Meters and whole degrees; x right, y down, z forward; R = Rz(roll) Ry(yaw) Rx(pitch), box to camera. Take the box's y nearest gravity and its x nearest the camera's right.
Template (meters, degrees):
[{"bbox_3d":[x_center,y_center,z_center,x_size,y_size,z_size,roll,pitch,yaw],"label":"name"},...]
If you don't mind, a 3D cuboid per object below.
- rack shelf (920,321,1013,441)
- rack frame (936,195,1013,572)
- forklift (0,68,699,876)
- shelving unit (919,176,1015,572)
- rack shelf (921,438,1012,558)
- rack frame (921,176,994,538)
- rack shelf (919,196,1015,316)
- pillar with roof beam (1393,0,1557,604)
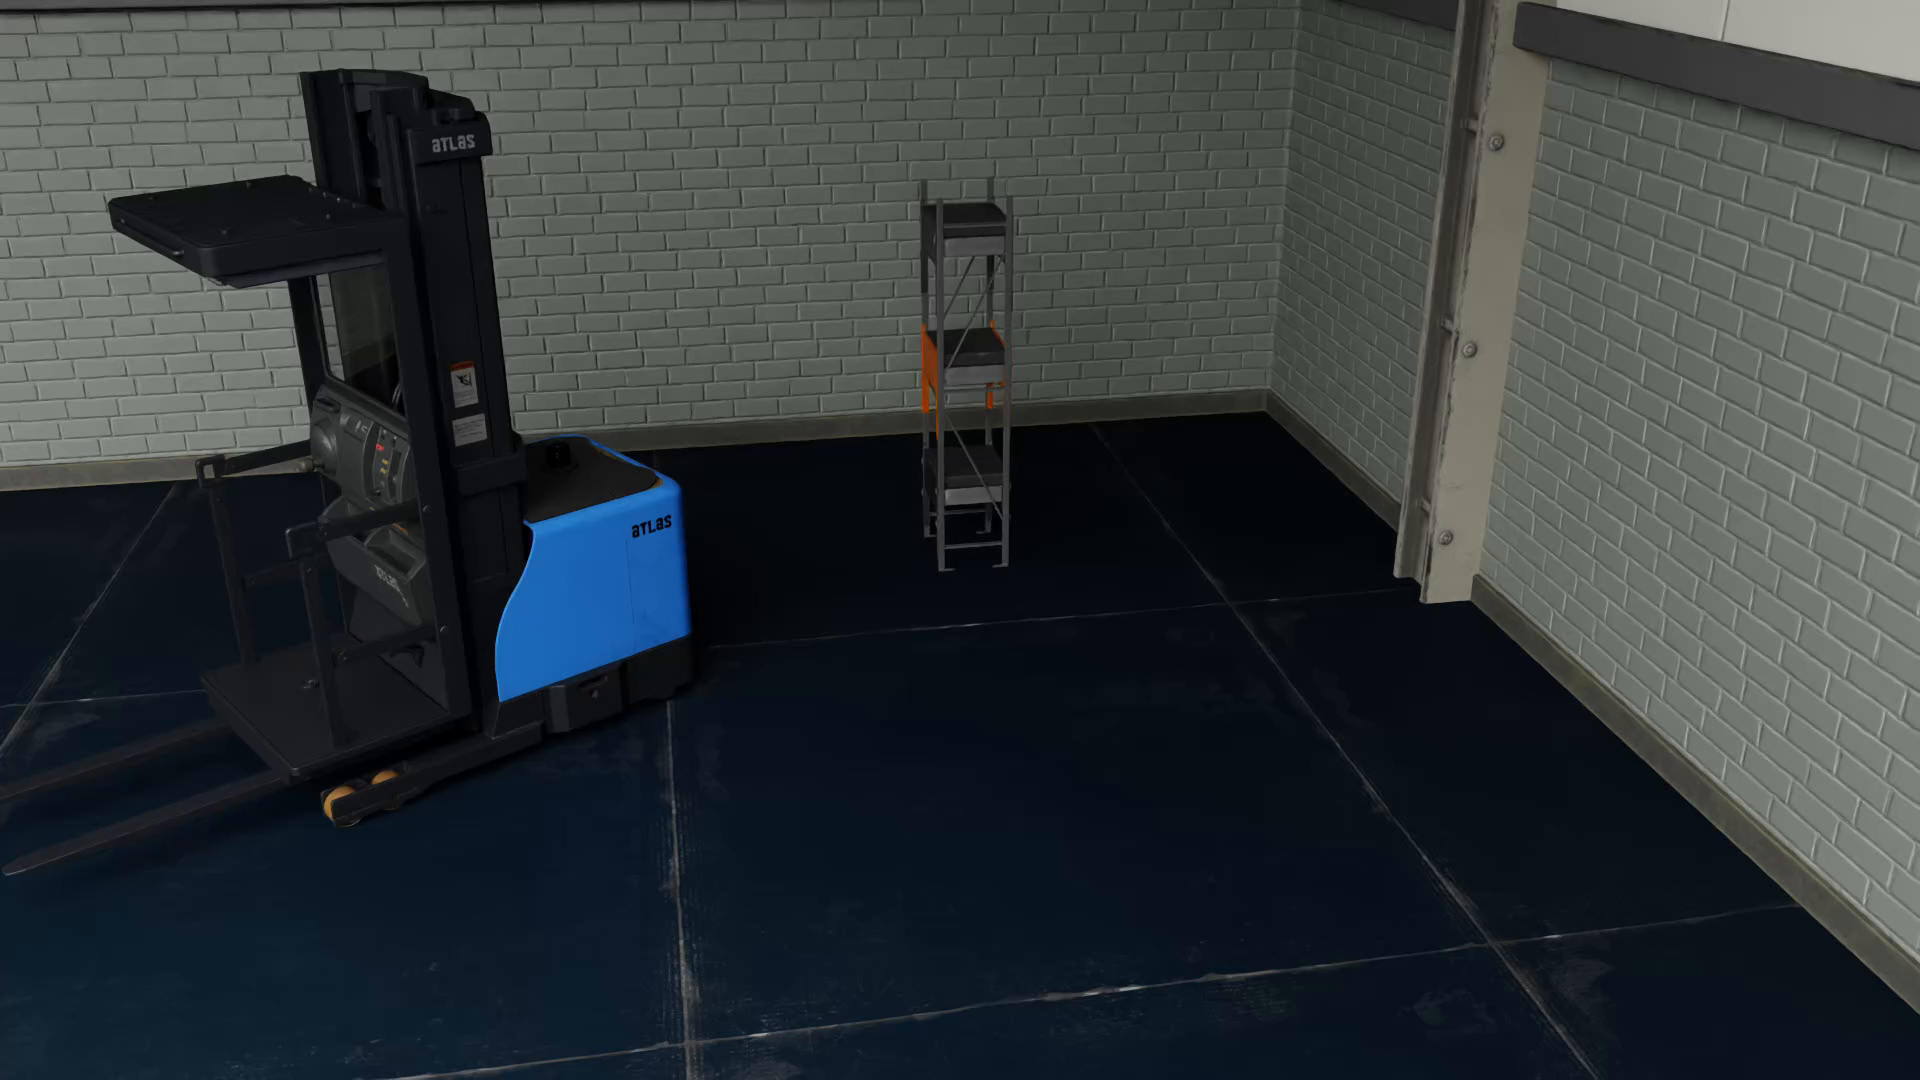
[{"bbox_3d":[0.031,-0.885,9.186,0.431,0.518,0.480,-4,24,-10],"label":"rack shelf"},{"bbox_3d":[0.076,-0.801,8.961,0.400,2.100,0.015,-4,24,-10],"label":"rack frame"},{"bbox_3d":[-2.704,-0.374,6.944,3.031,2.935,1.130,-20,30,-38],"label":"forklift"},{"bbox_3d":[0.031,-0.897,9.181,0.431,2.100,0.503,-4,24,-10],"label":"shelving unit"},{"bbox_3d":[0.031,-0.243,9.466,0.431,0.518,0.480,-4,24,-10],"label":"rack shelf"},{"bbox_3d":[-0.015,-0.993,9.400,0.400,2.100,0.015,-4,24,-10],"label":"rack frame"},{"bbox_3d":[0.031,-1.526,8.906,0.431,0.518,0.480,-4,24,-10],"label":"rack shelf"},{"bbox_3d":[-1.619,-3.550,6.635,9.100,9.000,0.400,-4,24,-10],"label":"pillar with roof beam"}]
